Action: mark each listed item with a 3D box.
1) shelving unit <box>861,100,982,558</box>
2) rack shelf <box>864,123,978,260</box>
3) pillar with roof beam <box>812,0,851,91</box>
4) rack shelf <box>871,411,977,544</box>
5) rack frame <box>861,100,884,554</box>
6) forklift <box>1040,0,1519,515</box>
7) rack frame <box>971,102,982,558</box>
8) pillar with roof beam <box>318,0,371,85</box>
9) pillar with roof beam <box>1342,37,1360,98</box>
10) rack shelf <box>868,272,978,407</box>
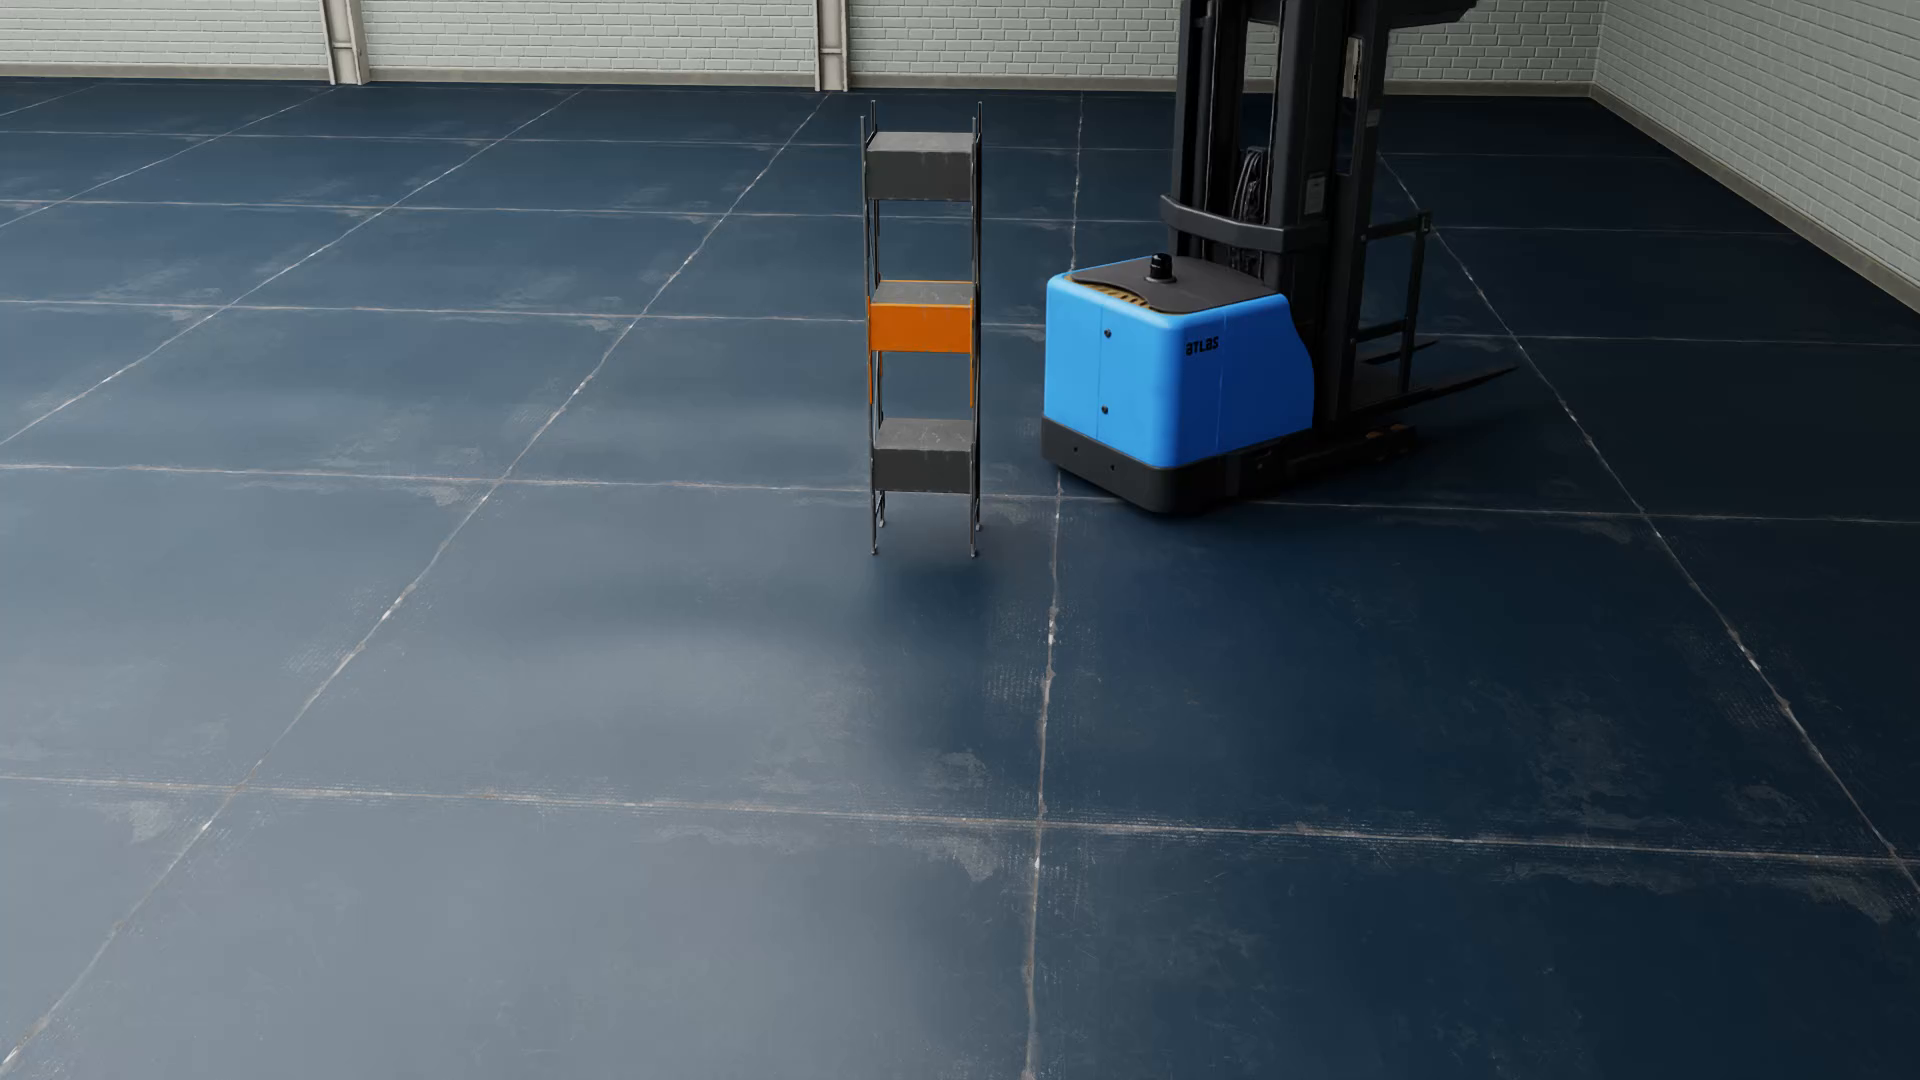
[{"bbox_3d":[-0.165,-0.959,7.823,0.503,2.100,0.431,2,25,4],"label":"shelving unit"},{"bbox_3d":[-0.165,-1.583,7.536,0.480,0.518,0.431,2,25,4],"label":"rack shelf"},{"bbox_3d":[-1.861,-7.750,14.327,0.400,9.000,9.100,2,25,4],"label":"pillar with roof beam"},{"bbox_3d":[-0.165,-0.311,8.121,0.480,0.518,0.431,2,25,4],"label":"rack shelf"},{"bbox_3d":[-0.408,-0.967,7.840,0.015,2.100,0.400,2,25,4],"label":"rack frame"},{"bbox_3d":[1.936,-1.928,8.934,3.031,2.935,1.130,-16,29,-32],"label":"forklift"},{"bbox_3d":[0.078,-0.951,7.806,0.015,2.100,0.400,2,25,4],"label":"rack frame"},{"bbox_3d":[-7.843,-7.942,14.744,0.400,9.000,9.100,2,25,4],"label":"pillar with roof beam"},{"bbox_3d":[4.122,-7.558,13.909,0.400,9.000,9.100,2,25,4],"label":"pillar with roof beam"},{"bbox_3d":[-0.165,-0.947,7.828,0.480,0.518,0.431,2,25,4],"label":"rack shelf"}]
